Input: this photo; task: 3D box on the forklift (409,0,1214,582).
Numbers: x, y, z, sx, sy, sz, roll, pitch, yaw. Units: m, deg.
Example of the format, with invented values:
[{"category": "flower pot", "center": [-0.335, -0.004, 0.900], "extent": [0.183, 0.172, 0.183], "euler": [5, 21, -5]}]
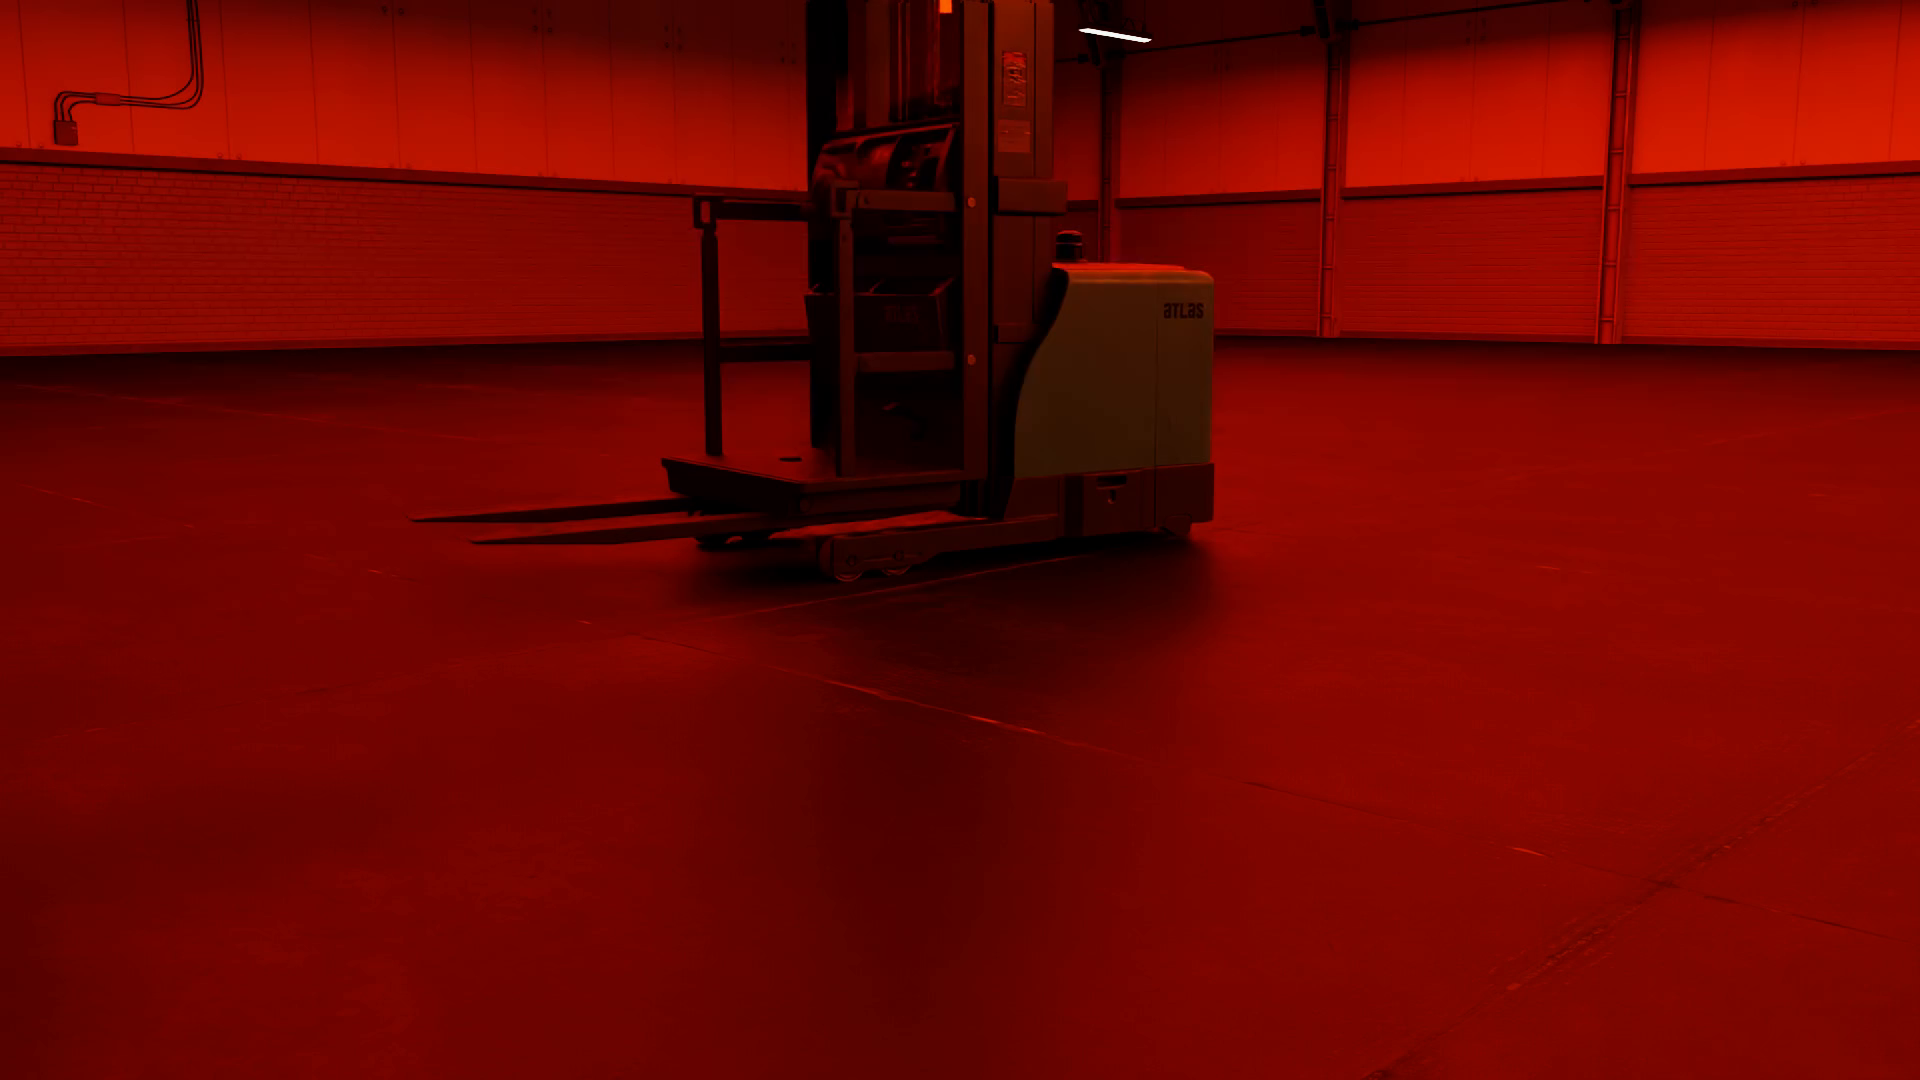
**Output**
[{"category": "forklift", "center": [-0.465, -1.392, 6.119], "extent": [3.031, 2.935, 1.130], "euler": [-6, 10, -35]}]
